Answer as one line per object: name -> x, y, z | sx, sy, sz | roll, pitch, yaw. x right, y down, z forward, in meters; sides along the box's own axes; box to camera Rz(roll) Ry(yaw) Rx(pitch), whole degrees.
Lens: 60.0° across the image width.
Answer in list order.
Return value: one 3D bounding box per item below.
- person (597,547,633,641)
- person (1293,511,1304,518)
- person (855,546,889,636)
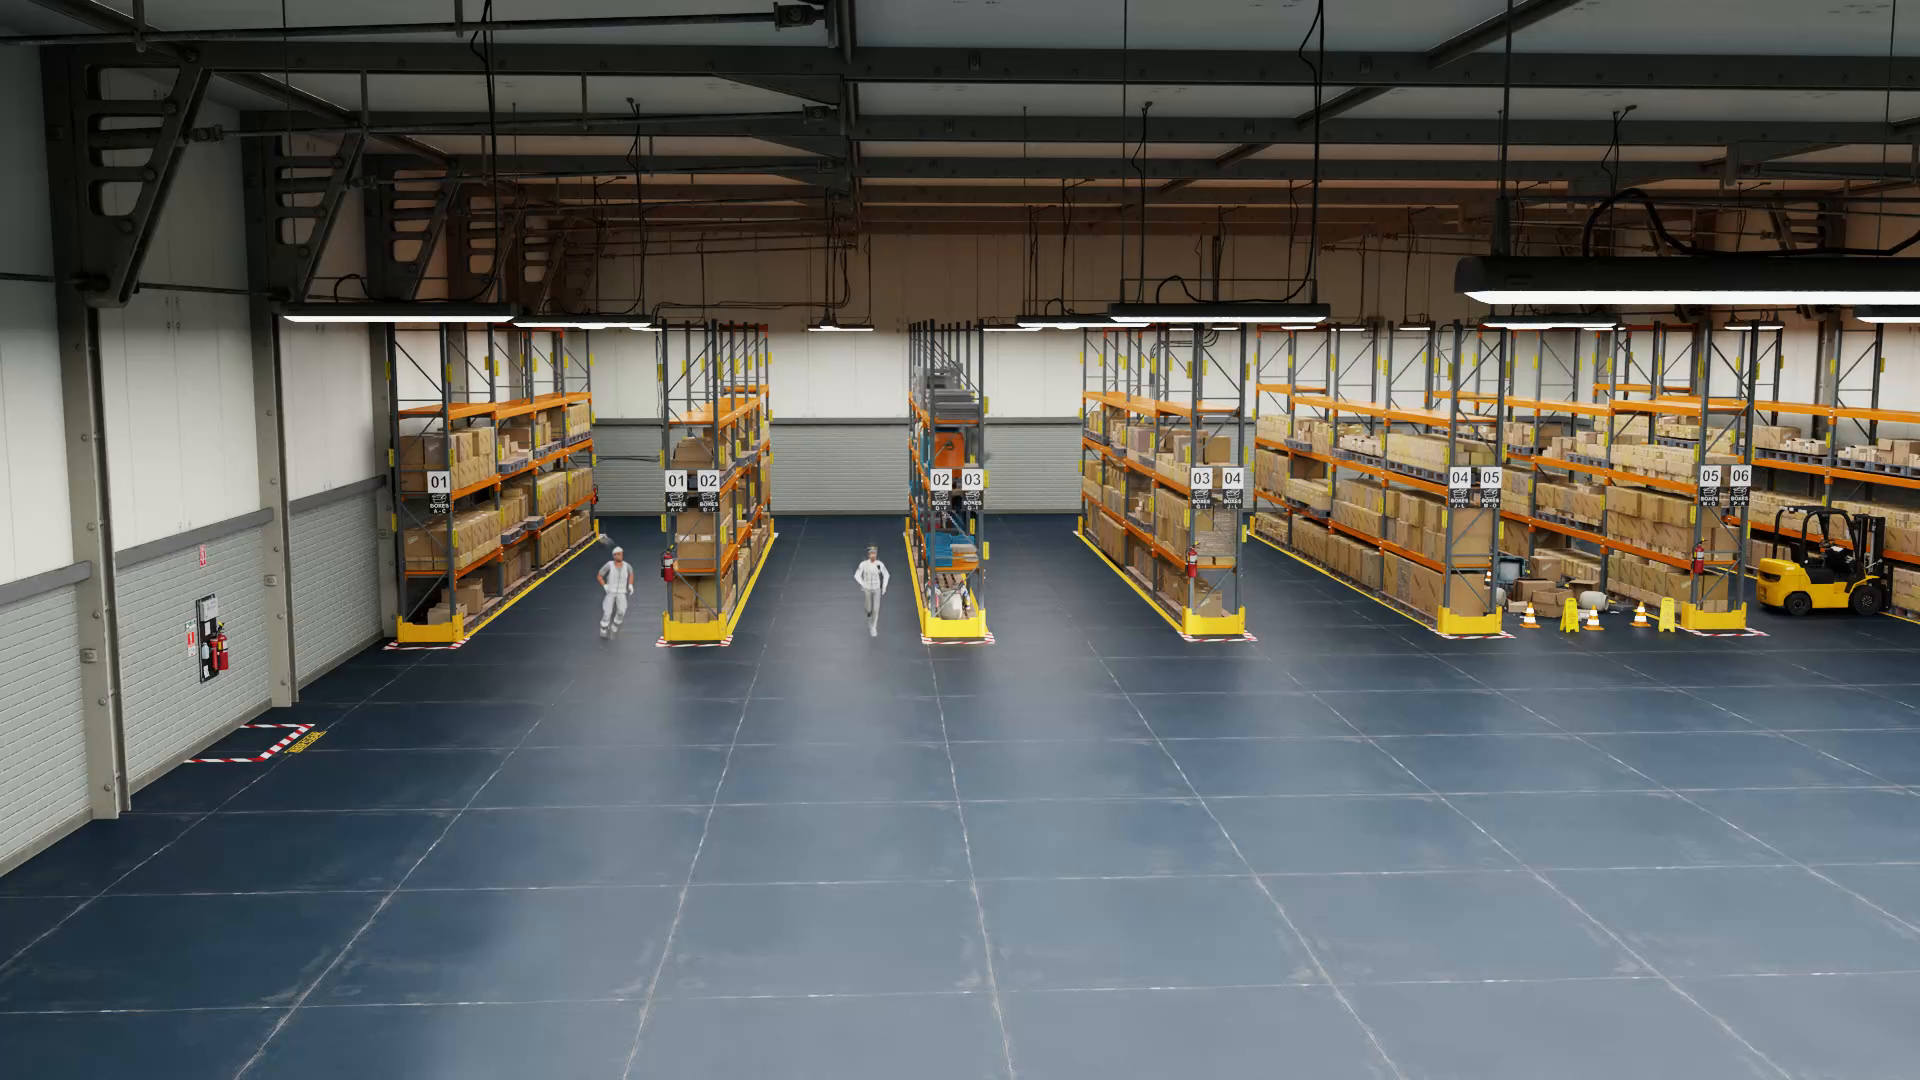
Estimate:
person -> -6.440, 1.011, 31.205 | 0.720, 1.761, 0.628 | -3, 8, -23
person -> 9.891, -1.155, 49.022 | 0.669, 1.747, 0.871 | -5, 9, -37
person -> -1.668, 0.943, 31.600 | 0.658, 1.679, 0.624 | 0, 7, -3
